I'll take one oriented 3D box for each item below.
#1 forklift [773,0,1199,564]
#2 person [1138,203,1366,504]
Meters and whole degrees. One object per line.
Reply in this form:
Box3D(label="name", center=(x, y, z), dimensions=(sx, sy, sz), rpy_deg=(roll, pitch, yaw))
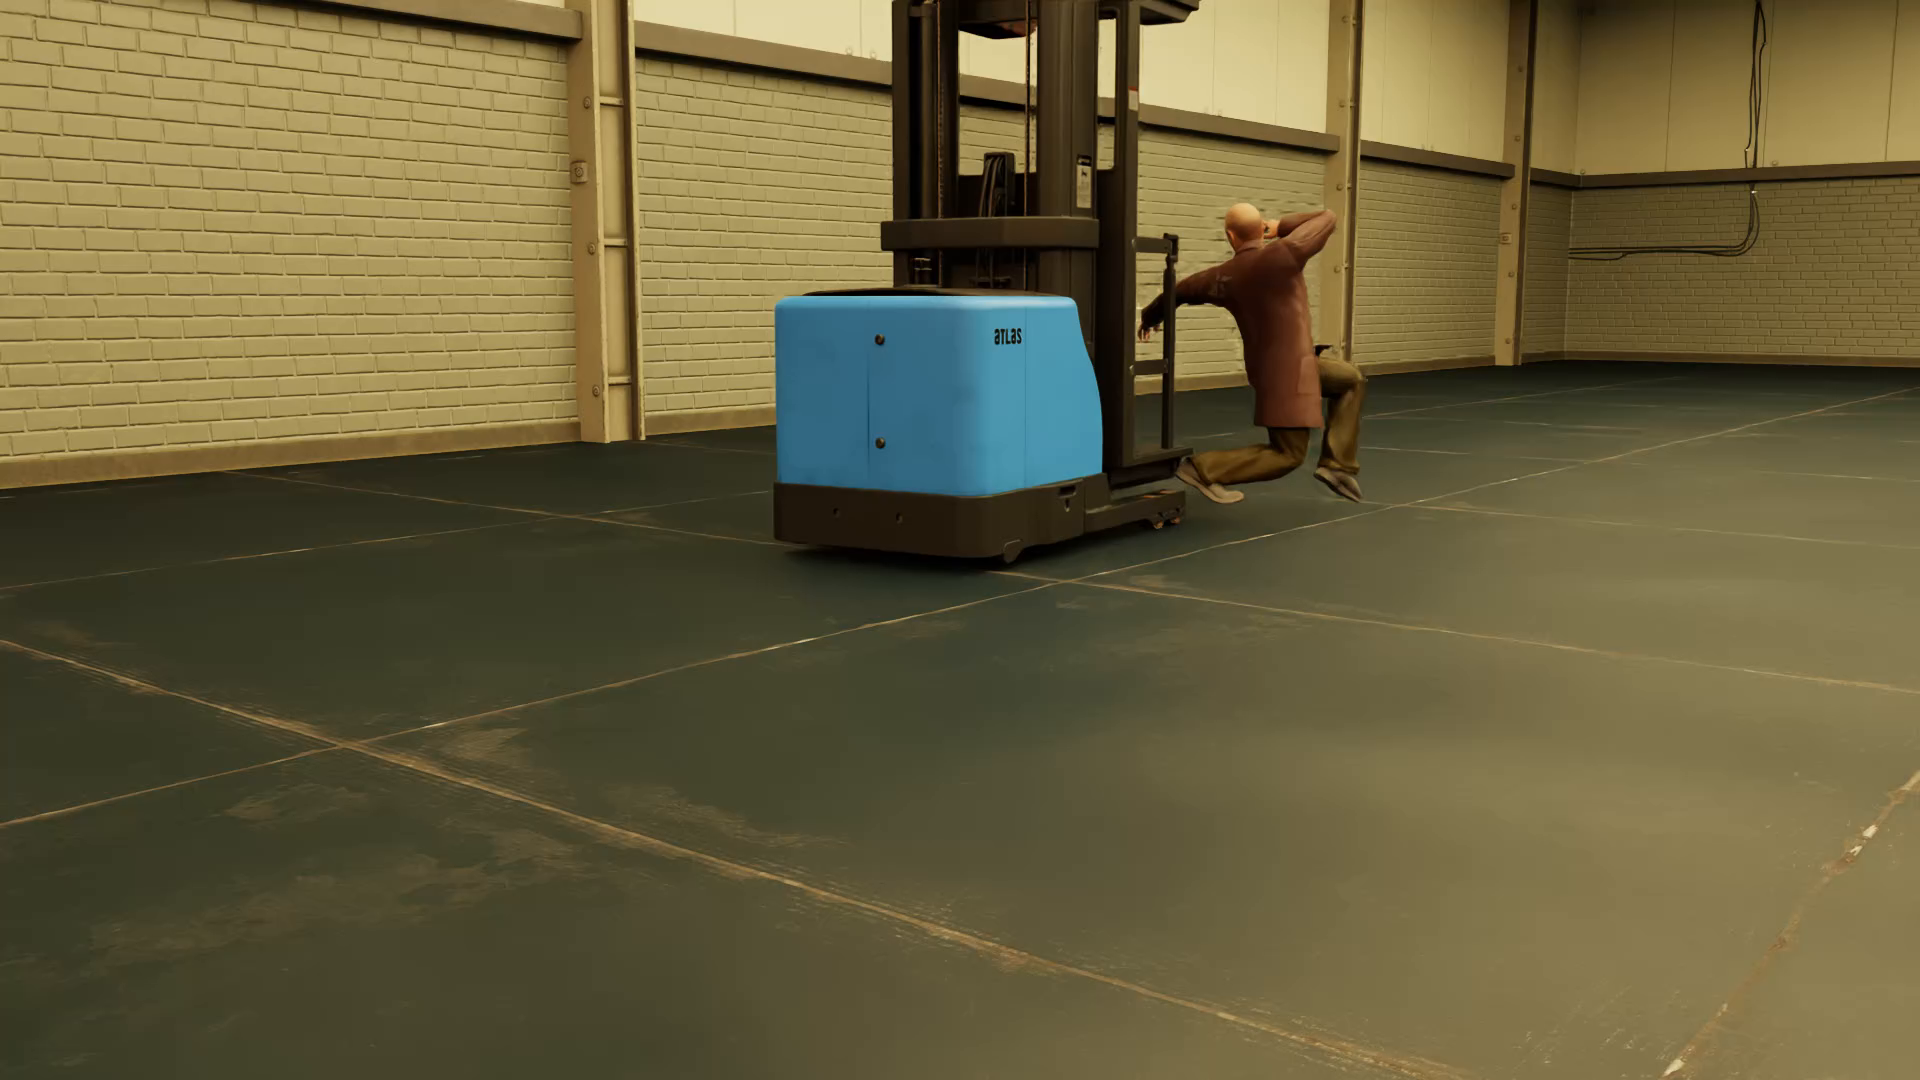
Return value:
Box3D(label="forklift", center=(0.420, -1.529, 7.732), dimensions=(1.130, 2.935, 3.031), rpy_deg=(5, 10, 31))
Box3D(label="person", center=(1.482, -0.925, 8.312), dimensions=(1.022, 1.471, 1.045), rpy_deg=(-3, 9, -19))
